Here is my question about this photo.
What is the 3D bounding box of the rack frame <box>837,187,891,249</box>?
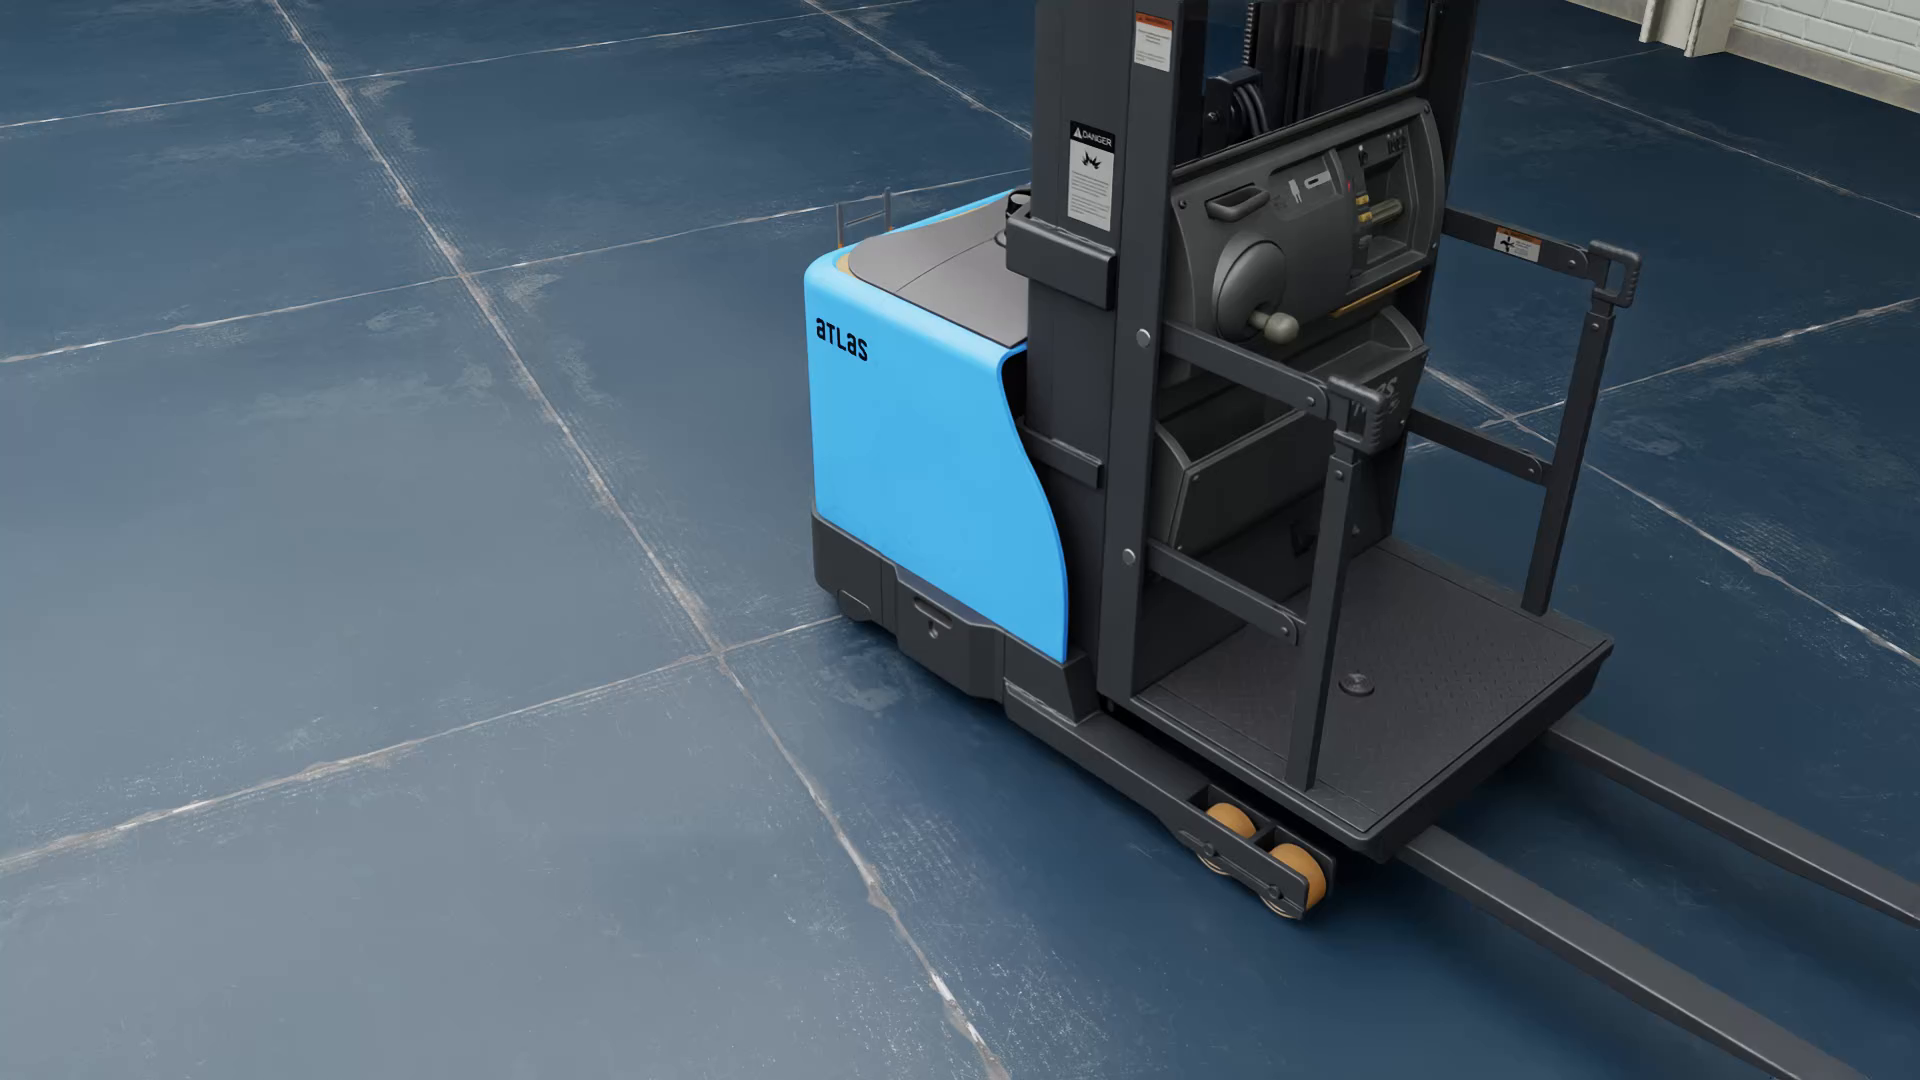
[{"bbox_3d":[-0.283,-0.568,5.164,0.200,1.050,0.008,-27,41,-35],"label":"rack frame"}]

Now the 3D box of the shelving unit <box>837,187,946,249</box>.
[{"bbox_3d":[-0.200,-0.520,5.089,0.215,1.050,0.252,-27,41,-35],"label":"shelving unit"}]

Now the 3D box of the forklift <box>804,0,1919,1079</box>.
[{"bbox_3d":[0.940,-0.670,3.579,1.130,2.935,3.031,-27,41,-35],"label":"forklift"}]

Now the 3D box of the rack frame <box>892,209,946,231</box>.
[{"bbox_3d":[-0.116,-0.472,5.014,0.200,1.050,0.008,-27,41,-35],"label":"rack frame"}]

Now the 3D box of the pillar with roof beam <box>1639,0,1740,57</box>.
[{"bbox_3d":[0.453,-5.624,5.686,9.100,9.000,0.400,-16,36,-23],"label":"pillar with roof beam"}]

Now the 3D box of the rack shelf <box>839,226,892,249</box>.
[{"bbox_3d":[-0.200,-0.750,4.942,0.215,0.259,0.240,-27,41,-35],"label":"rack shelf"}]
